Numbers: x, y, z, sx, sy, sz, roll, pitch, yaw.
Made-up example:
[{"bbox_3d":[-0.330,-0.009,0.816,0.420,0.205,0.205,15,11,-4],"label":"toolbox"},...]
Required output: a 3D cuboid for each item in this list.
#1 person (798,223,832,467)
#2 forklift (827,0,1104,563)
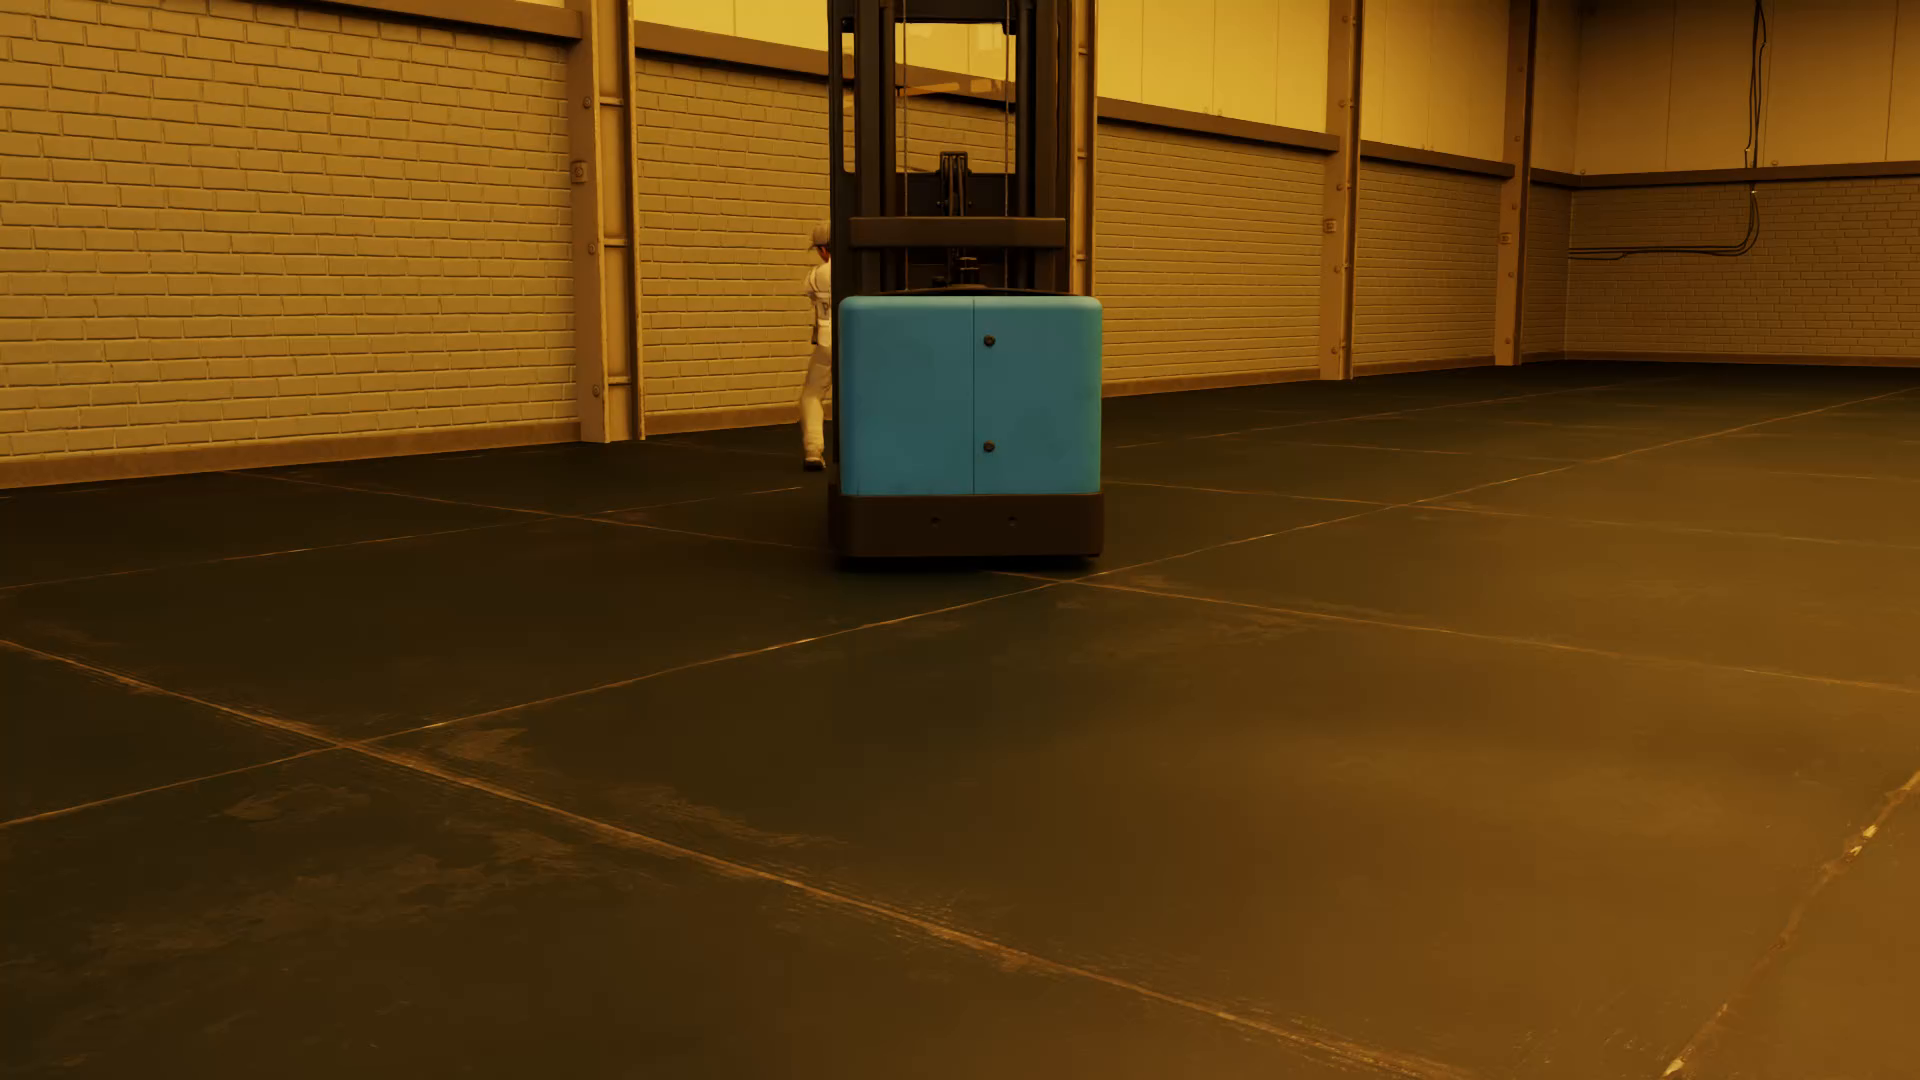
[{"bbox_3d":[-0.646,-1.247,10.626,0.789,1.519,0.837,-1,8,-7],"label":"person"},{"bbox_3d":[-0.065,-1.534,7.764,1.130,2.935,3.031,-1,8,-5],"label":"forklift"}]
